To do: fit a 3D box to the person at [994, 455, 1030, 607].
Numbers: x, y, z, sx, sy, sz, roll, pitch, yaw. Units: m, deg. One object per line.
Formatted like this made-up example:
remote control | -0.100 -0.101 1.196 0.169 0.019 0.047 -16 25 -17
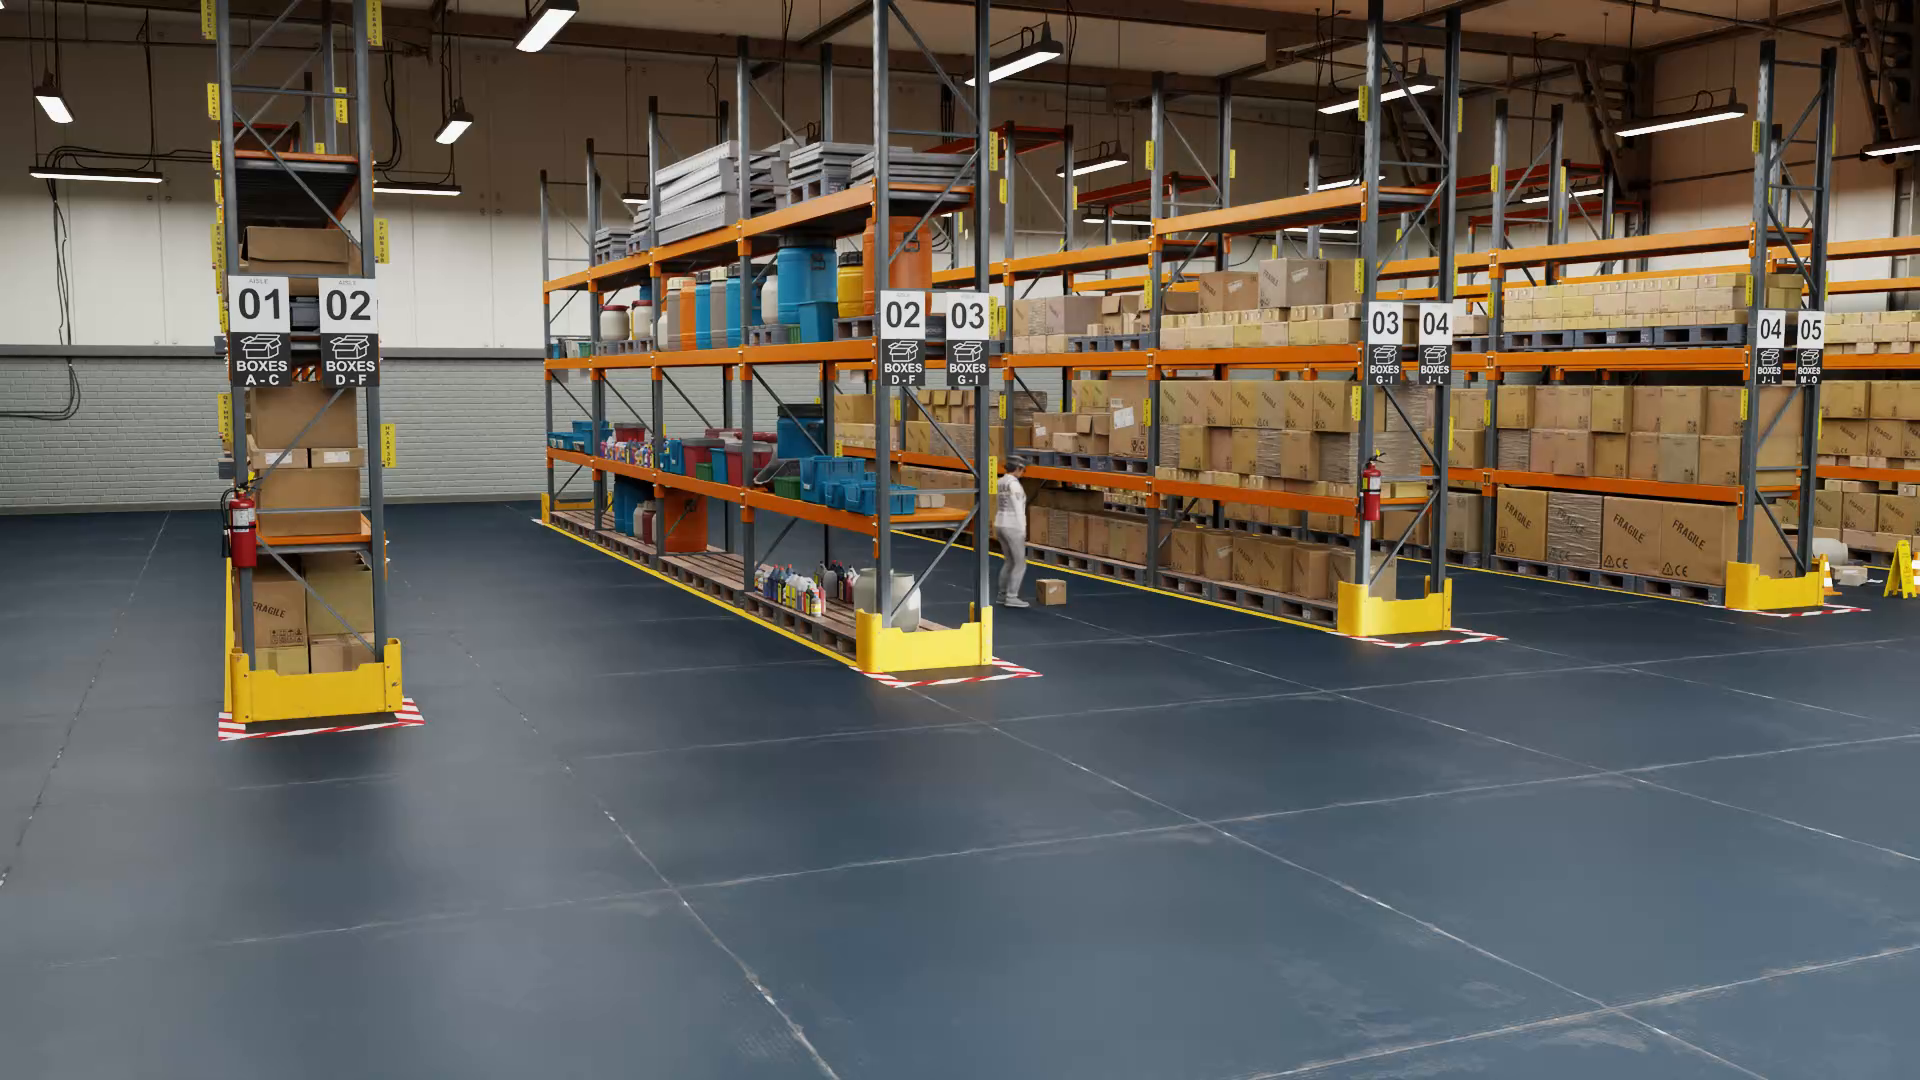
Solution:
person | 0.566 -0.099 18.158 0.381 1.651 0.485 -2 6 -22
